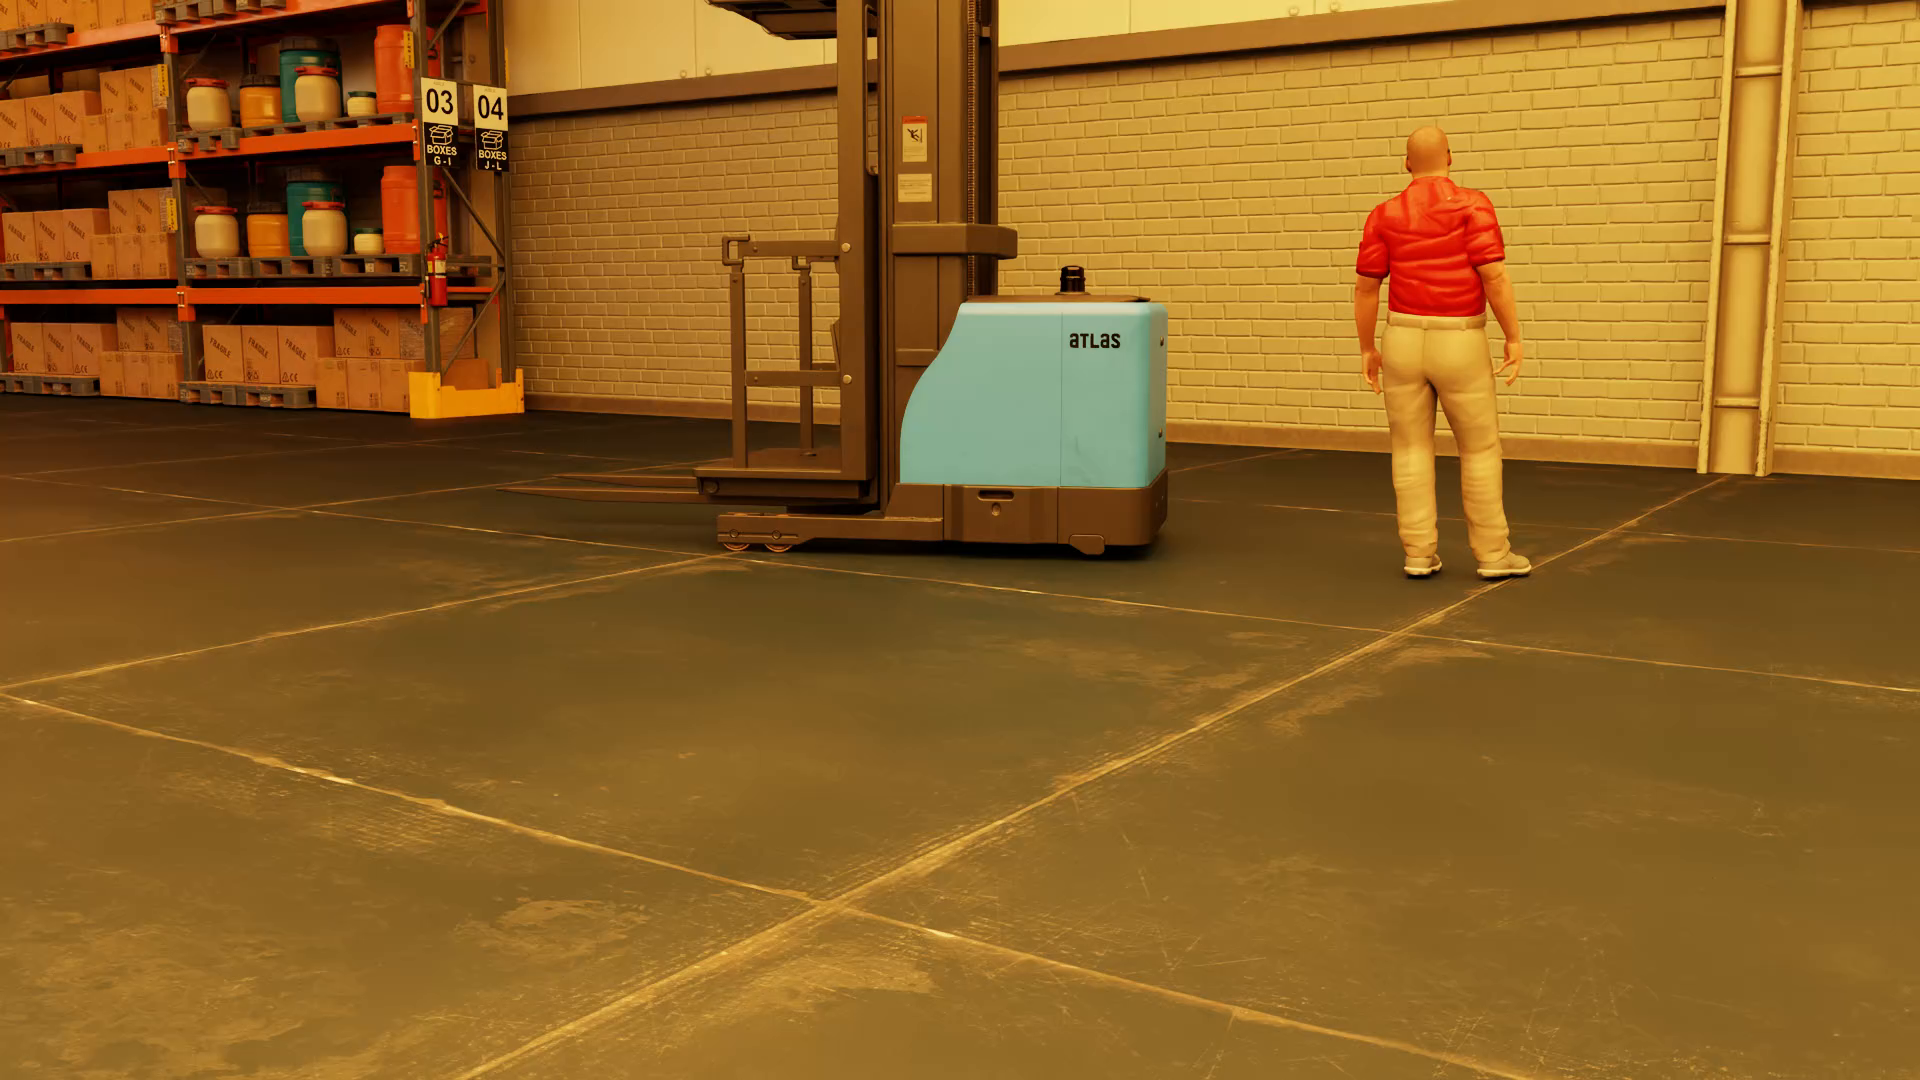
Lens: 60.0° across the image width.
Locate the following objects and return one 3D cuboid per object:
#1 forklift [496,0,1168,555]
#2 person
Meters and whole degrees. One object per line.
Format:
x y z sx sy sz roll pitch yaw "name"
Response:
-0.596 -1.469 7.520 3.031 2.935 1.130 2 8 12 "forklift"
1.892 -0.723 6.494 0.641 1.727 0.551 5 10 33 "person"
